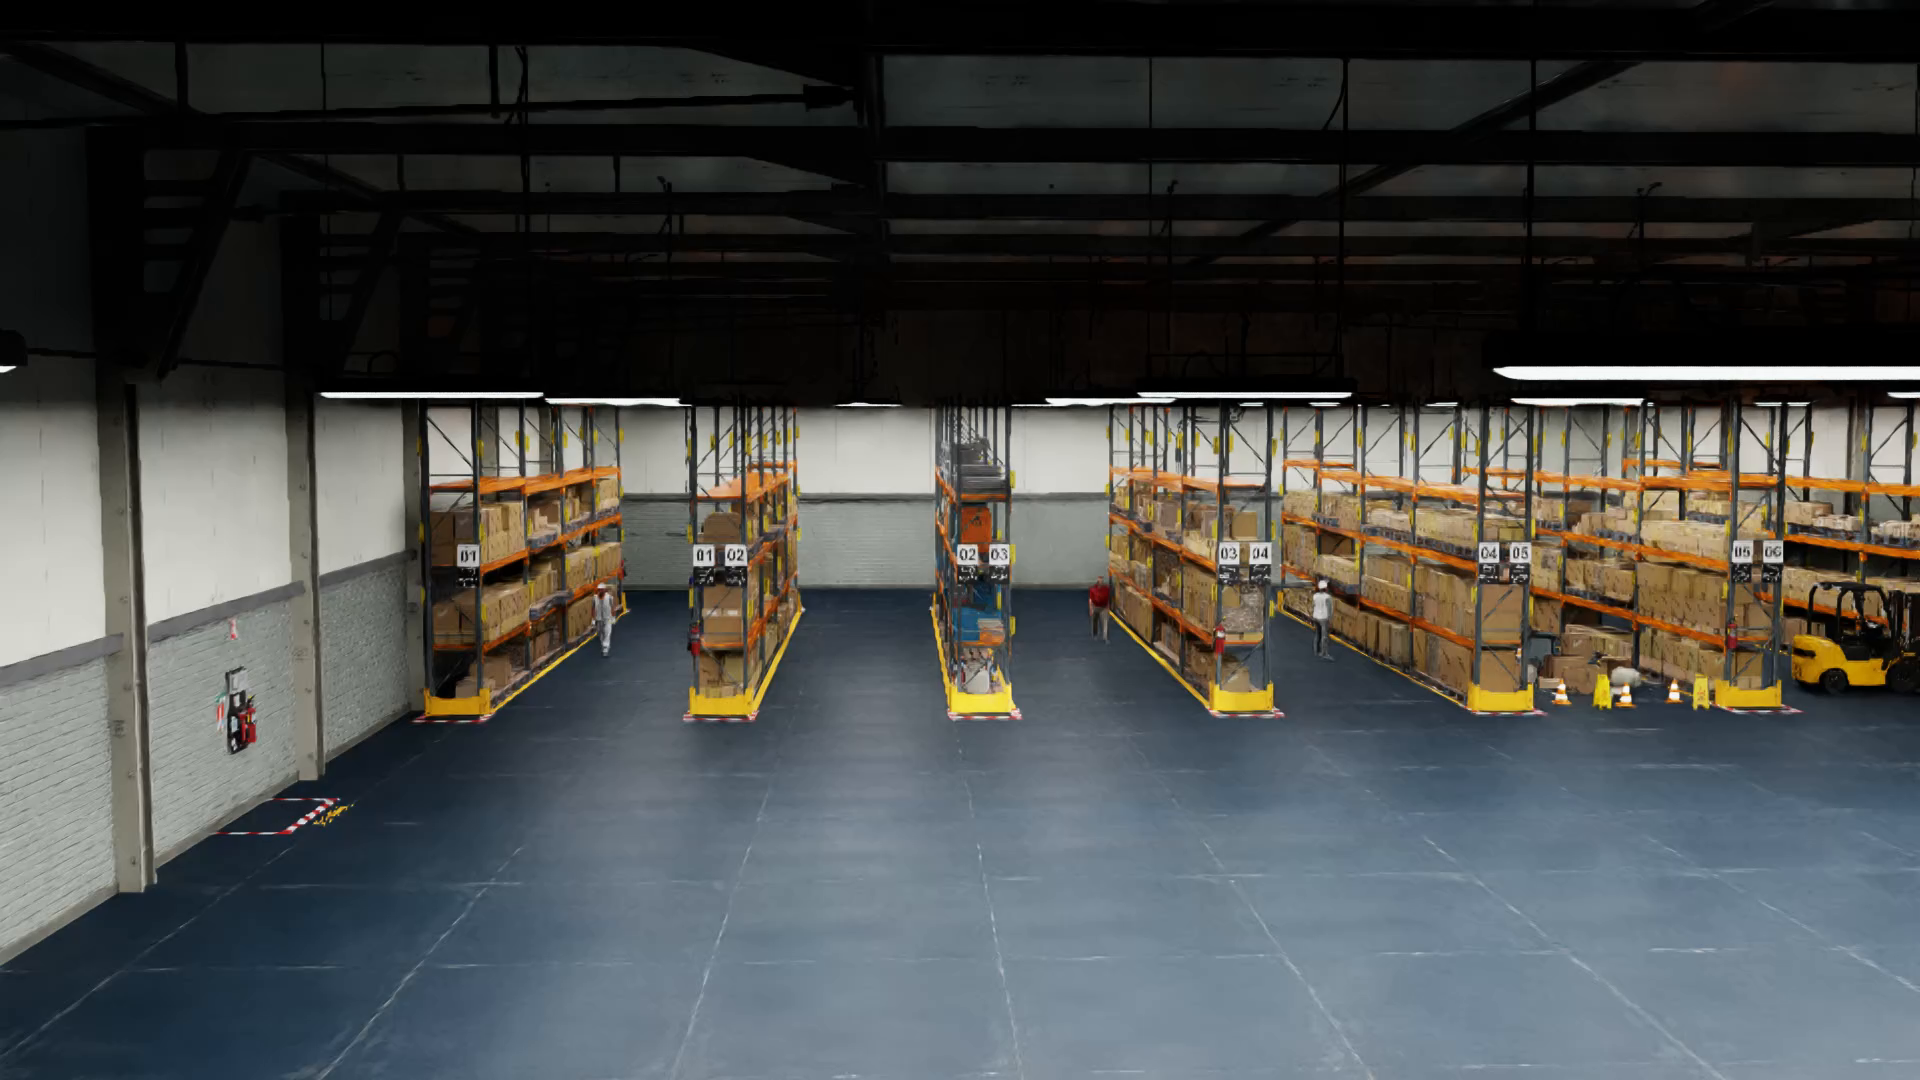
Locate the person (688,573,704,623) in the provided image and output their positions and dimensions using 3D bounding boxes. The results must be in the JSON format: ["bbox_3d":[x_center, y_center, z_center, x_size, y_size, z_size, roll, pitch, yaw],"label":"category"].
[{"bbox_3d":[-6.985,1.423,44.580,0.592,1.604,0.518,0,5,-4],"label":"person"}]

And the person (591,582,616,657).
[{"bbox_3d":[-8.276,1.826,38.490,0.552,1.709,1.123,0,4,0],"label":"person"}]

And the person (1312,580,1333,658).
[{"bbox_3d":[8.371,1.818,38.251,0.448,1.771,0.586,-3,5,-34],"label":"person"}]

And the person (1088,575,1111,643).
[{"bbox_3d":[3.410,1.681,40.721,0.542,1.645,1.126,0,4,0],"label":"person"}]
